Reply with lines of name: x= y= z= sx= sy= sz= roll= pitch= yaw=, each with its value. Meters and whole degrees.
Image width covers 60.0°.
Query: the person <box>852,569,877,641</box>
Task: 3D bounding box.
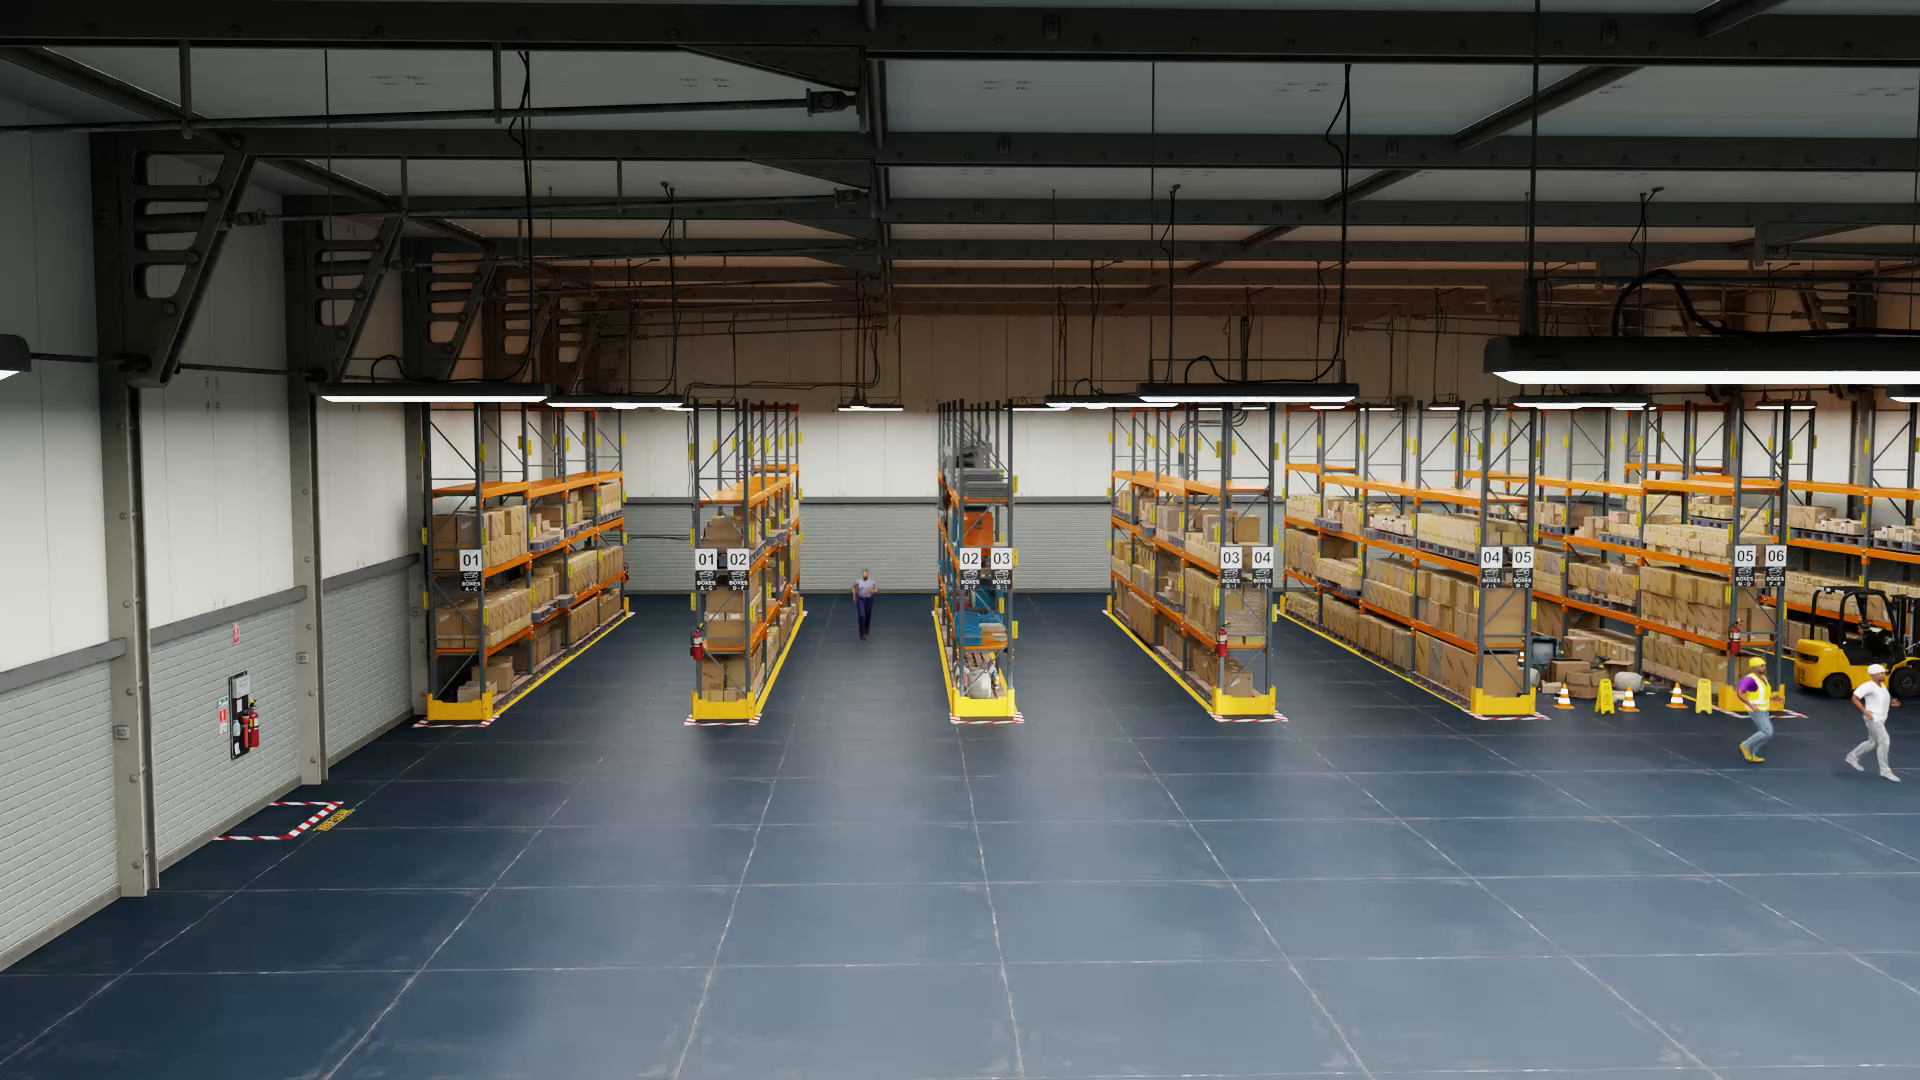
person: x=-2.329 y=1.571 z=40.792 sx=0.580 sy=1.733 sz=0.750 roll=-1 pitch=4 yaw=-13

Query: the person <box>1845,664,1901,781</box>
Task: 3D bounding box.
person: x=14.397 y=2.840 z=26.174 sx=0.841 sy=1.789 sz=0.688 roll=4 pitch=6 yaw=44

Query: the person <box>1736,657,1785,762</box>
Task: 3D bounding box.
person: x=13.108 y=2.785 z=27.207 sx=0.689 sy=1.722 sz=0.582 roll=-4 pitch=6 yaw=-44
